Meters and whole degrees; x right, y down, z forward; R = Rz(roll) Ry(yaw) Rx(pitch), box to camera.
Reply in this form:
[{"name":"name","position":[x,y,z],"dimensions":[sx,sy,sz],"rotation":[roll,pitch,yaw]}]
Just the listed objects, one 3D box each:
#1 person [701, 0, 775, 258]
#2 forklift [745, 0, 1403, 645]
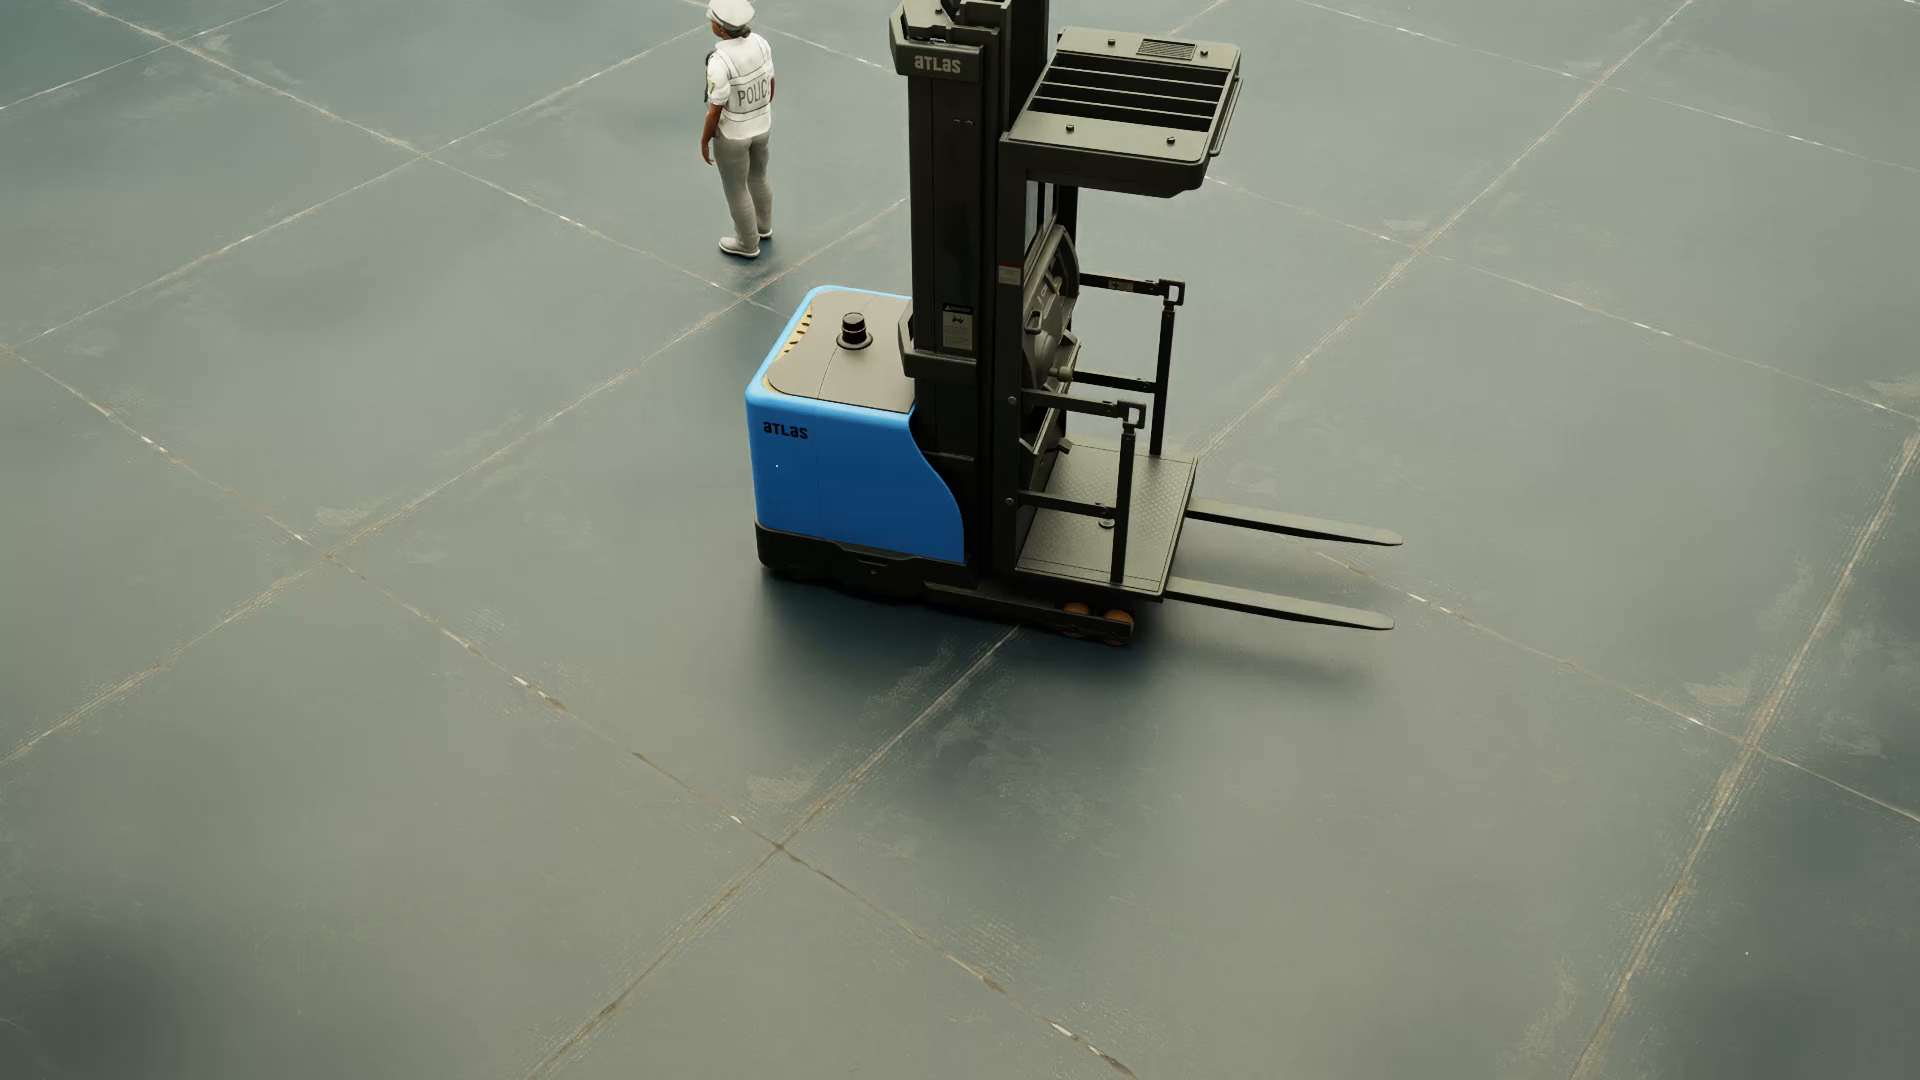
[{"name":"person","position":[-1.351,-2.477,9.923],"dimensions":[0.530,1.691,0.569],"rotation":[29,48,30]},{"name":"forklift","position":[0.587,-1.011,7.260],"dimensions":[3.031,2.935,1.130],"rotation":[10,41,12]}]
